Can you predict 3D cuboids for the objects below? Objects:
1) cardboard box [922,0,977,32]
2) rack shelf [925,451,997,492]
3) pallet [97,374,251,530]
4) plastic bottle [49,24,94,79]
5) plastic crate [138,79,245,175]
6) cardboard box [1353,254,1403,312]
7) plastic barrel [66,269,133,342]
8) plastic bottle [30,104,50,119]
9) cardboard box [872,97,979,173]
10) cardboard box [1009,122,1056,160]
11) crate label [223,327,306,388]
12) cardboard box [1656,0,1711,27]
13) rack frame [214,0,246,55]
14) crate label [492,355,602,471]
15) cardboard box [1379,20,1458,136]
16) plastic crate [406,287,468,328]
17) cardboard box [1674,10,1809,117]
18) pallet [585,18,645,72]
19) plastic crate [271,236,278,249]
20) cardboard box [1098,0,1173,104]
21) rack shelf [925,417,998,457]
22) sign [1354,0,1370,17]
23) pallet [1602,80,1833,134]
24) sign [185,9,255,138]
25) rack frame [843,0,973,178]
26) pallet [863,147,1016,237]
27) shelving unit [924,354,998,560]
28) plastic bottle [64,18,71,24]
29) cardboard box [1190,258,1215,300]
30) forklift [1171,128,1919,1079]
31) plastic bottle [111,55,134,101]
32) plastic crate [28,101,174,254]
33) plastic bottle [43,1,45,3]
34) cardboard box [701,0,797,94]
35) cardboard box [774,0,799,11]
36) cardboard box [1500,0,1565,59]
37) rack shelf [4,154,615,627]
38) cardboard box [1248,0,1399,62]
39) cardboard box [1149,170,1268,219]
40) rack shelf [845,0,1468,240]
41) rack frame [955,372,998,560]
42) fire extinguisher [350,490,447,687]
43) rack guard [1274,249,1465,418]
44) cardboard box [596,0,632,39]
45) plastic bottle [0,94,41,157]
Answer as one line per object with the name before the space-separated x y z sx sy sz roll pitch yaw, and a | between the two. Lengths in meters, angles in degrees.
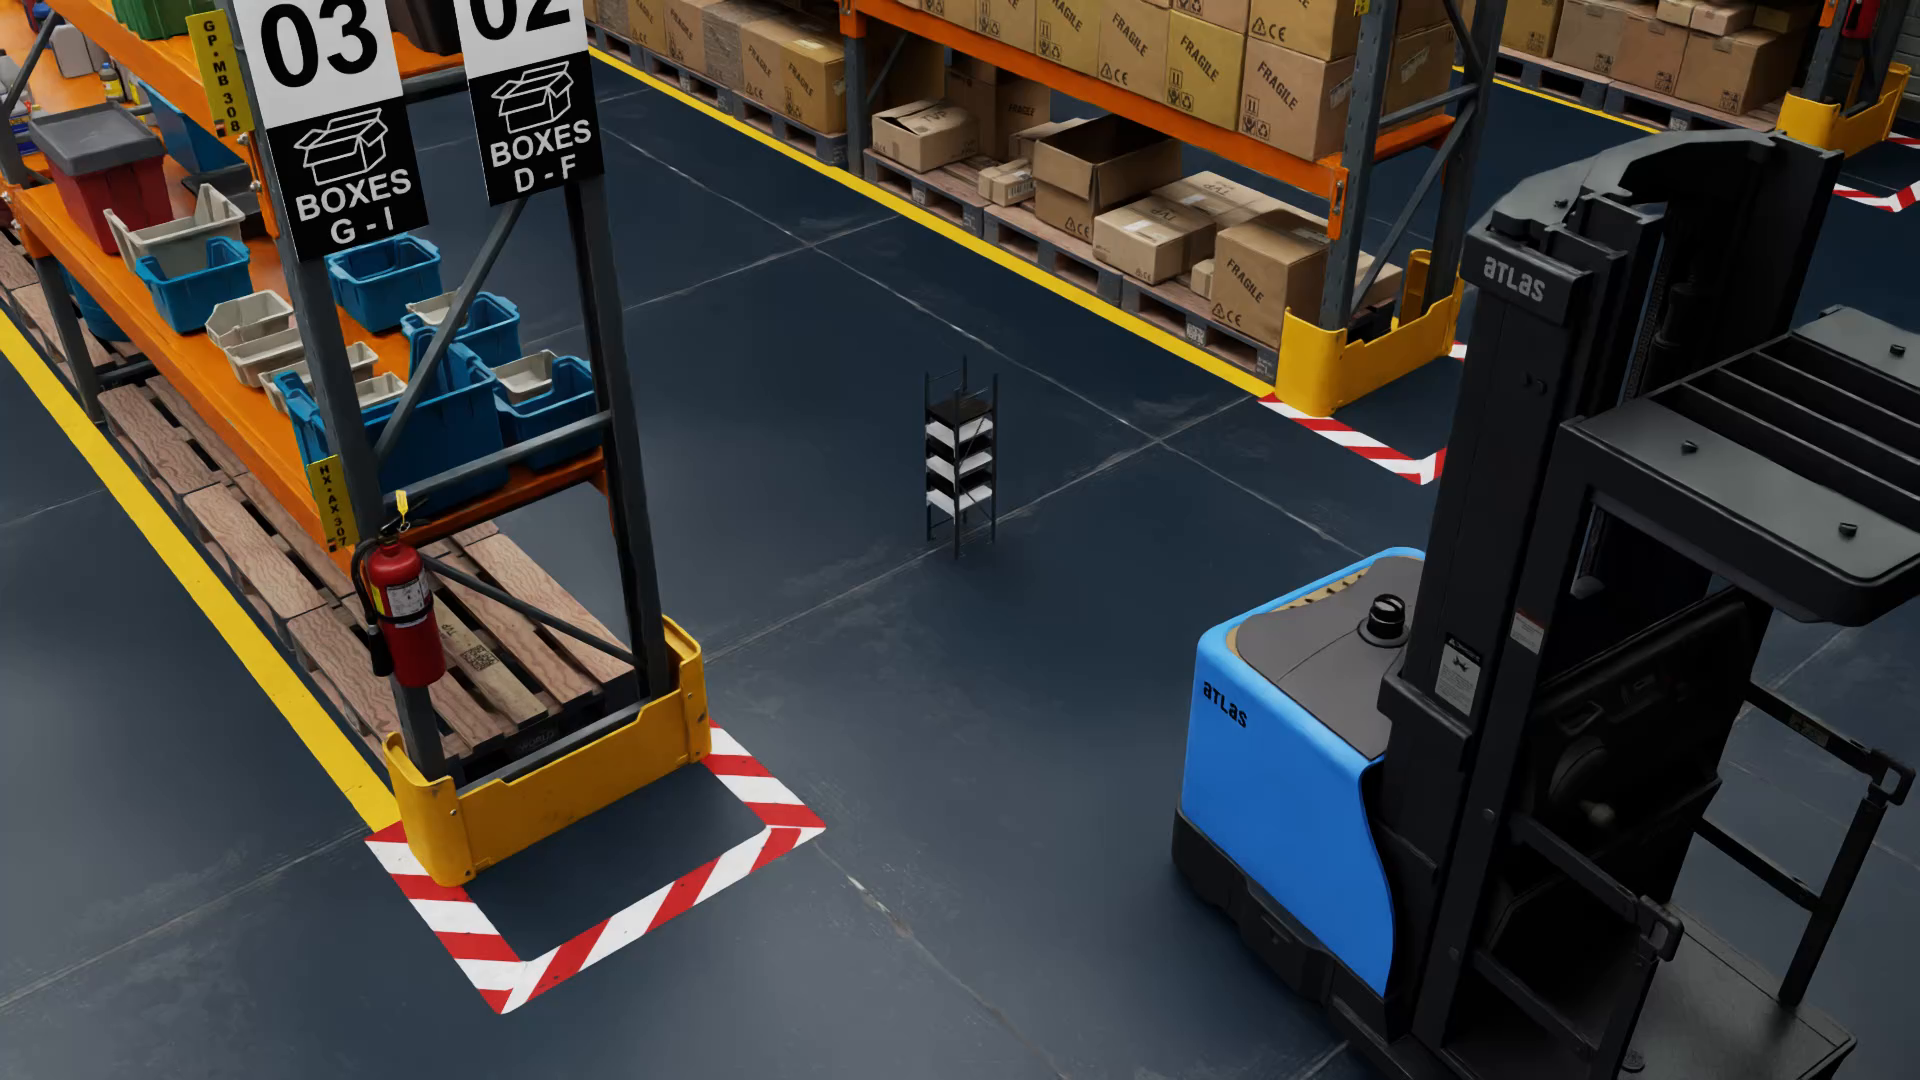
cardboard box | 0.122 -3.358 9.810 0.500 0.500 0.500 -25 42 -31
rack shelf | 0.005 -0.336 7.504 0.258 0.077 0.200 -26 43 -32
pallet | -3.614 -0.575 8.379 1.003 0.211 1.213 -26 43 -32
plastic bottle | -4.840 -2.671 9.033 0.152 0.276 0.135 -26 43 -32
plastic crate | -3.557 -1.962 7.887 0.392 0.384 0.575 -26 43 -32
cardboard box | 2.242 -1.432 9.263 0.380 0.149 0.250 -26 43 -32
plastic barrel | -4.456 -1.585 8.844 0.600 0.901 0.708 -26 43 -32
plastic bottle | -4.536 -2.050 8.221 0.097 0.201 0.097 0 35 0
cardboard box | -0.226 -2.685 10.892 0.500 0.311 0.500 -26 43 -32
cardboard box | 0.540 -2.596 10.906 0.380 0.149 0.250 -26 43 -32
crate label | -2.576 -0.714 6.338 0.396 0.136 0.243 -26 43 -32
cardboard box | 5.115 -3.741 11.675 0.380 0.149 0.250 -25 42 -31
rack frame | -1.537 -2.705 3.784 1.000 3.000 0.127 -26 43 -32
crate label | -1.445 -0.445 5.876 0.416 0.233 0.303 -26 43 -32
cardboard box | 2.164 -2.438 8.510 0.500 0.500 0.500 -25 42 -31
plastic crate | -2.026 -0.878 6.570 0.250 0.136 0.298 -26 43 -32
cardboard box | 5.503 -3.375 11.720 0.700 0.500 0.500 -26 43 -32
pallet | -2.460 -4.153 13.431 1.003 0.211 1.213 -26 43 -32
plastic crate | -2.765 -1.283 7.143 0.293 0.136 0.466 -26 43 -32
cardboard box | 1.097 -2.690 8.866 0.500 0.500 0.500 -26 43 -31
rack shelf | 0.005 -0.483 7.400 0.258 0.077 0.200 -26 43 -32
sign | 1.812 -2.506 7.418 0.100 0.325 0.005 -26 43 -32
pallet | 5.455 -3.138 11.998 1.003 0.211 1.213 -26 43 -32
sign | -1.947 -1.226 4.381 0.100 0.325 0.005 -26 43 -32
rack frame | -0.332 -3.869 10.617 1.000 3.000 0.127 -26 43 -32
pallet | 0.110 -2.427 10.995 1.003 0.211 1.213 -26 43 -32
shelving unit | 0.005 -0.364 7.485 0.258 0.900 0.210 -26 43 -32
plastic bottle | -4.873 -2.830 9.258 0.152 0.276 0.135 -26 43 -32
cardboard box | 1.518 -1.487 9.325 0.380 0.166 0.250 -26 43 -32
forklift | 1.998 0.544 4.446 1.130 2.935 3.031 -21 40 -27
plastic bottle | -4.362 -2.480 8.764 0.152 0.276 0.135 -26 43 -32
plastic crate | -3.734 -1.586 7.286 0.402 0.464 0.583 -26 43 -32
plastic bottle | -5.216 -3.054 9.568 0.061 0.283 0.133 -26 43 -32
cardboard box | -1.505 -3.582 11.995 0.500 0.500 0.500 -25 43 -31
cardboard box | -1.128 -3.787 12.285 0.500 0.500 0.500 -25 43 -31
cardboard box | 4.505 -4.050 12.673 0.700 0.500 0.500 -25 42 -31
rack shelf | -2.828 -0.846 6.972 1.077 0.370 4.000 -26 43 -32
cardboard box | 1.752 -2.646 7.938 0.500 0.500 0.500 -26 43 -32
cardboard box | 1.470 -1.948 9.903 0.500 0.250 0.500 -26 43 -32
rack shelf | 0.959 -2.692 9.578 1.077 0.370 4.000 -26 43 -32
rack frame | 0.071 -0.319 7.421 0.240 0.900 0.006 -26 43 -32
fire extinguisher | -1.787 0.163 5.314 0.296 0.674 0.183 -26 43 -32
rack guard | 2.200 -1.116 8.894 1.175 0.500 0.348 -26 43 -32
cardboard box | -2.496 -4.258 12.948 0.500 0.500 0.500 -28 44 -33
plastic bottle | -4.620 -2.026 8.122 0.152 0.276 0.135 -26 43 -32
